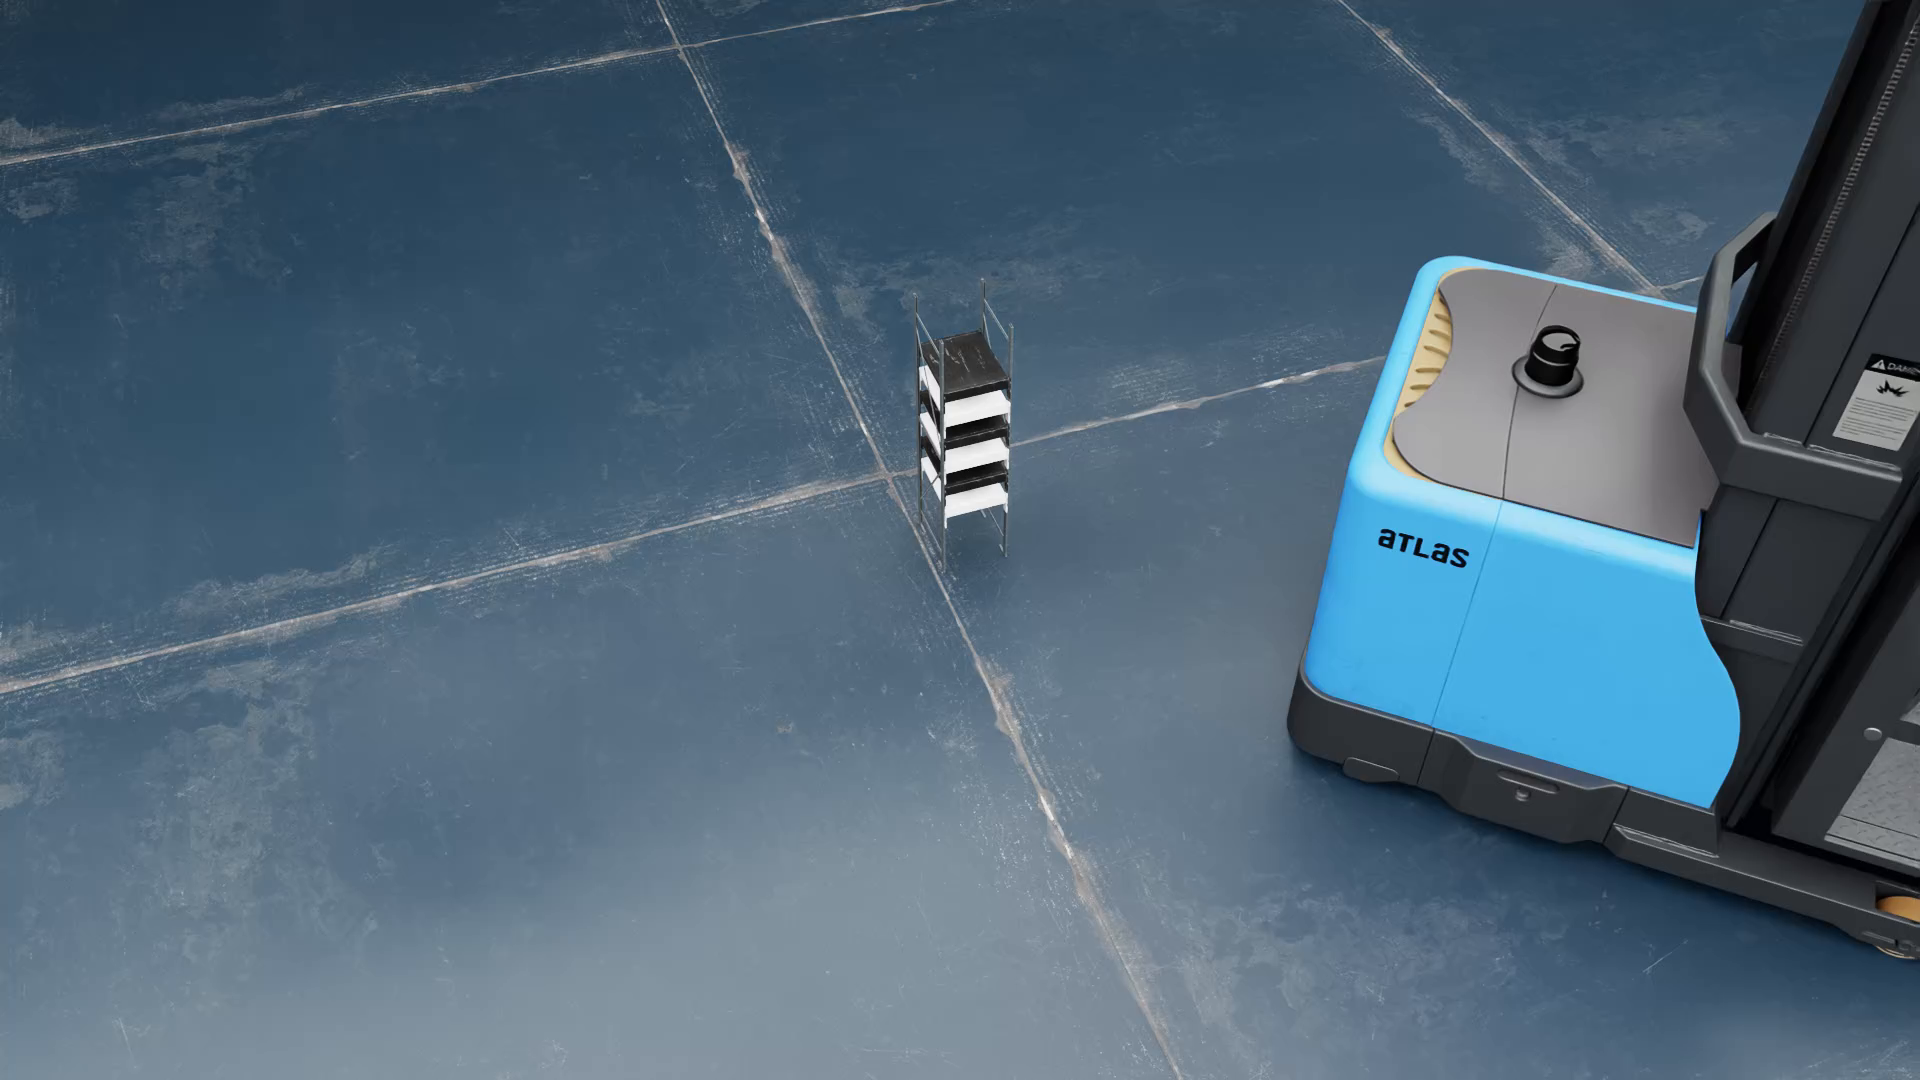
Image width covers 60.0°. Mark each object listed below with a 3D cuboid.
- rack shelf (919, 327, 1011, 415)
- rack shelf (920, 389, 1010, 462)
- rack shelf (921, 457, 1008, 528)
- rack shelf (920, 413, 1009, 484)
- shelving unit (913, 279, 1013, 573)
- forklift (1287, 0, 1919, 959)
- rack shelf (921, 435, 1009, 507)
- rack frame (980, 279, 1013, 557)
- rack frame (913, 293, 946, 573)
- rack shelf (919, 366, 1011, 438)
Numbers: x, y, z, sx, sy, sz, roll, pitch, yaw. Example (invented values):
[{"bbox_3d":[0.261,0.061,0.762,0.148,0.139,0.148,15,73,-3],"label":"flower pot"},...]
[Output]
[{"bbox_3d":[0.008,-0.487,4.766,0.200,0.077,0.258,-14,47,-14],"label":"rack shelf"},{"bbox_3d":[0.008,-0.360,4.893,0.200,0.077,0.258,-14,47,-14],"label":"rack shelf"},{"bbox_3d":[0.008,-0.169,5.084,0.200,0.077,0.258,-14,47,-14],"label":"rack shelf"},{"bbox_3d":[0.008,-0.296,4.957,0.200,0.077,0.258,-14,47,-14],"label":"rack shelf"},{"bbox_3d":[0.008,-0.320,4.933,0.210,0.900,0.258,-14,47,-14],"label":"shelving unit"},{"bbox_3d":[2.478,-0.359,3.539,3.031,2.935,1.130,16,47,15],"label":"forklift"},{"bbox_3d":[0.008,-0.233,5.021,0.200,0.077,0.258,-14,47,-14],"label":"rack shelf"},{"bbox_3d":[0.103,-0.344,4.958,0.006,0.900,0.240,-14,47,-14],"label":"rack frame"},{"bbox_3d":[-0.088,-0.295,4.909,0.006,0.900,0.240,-14,47,-14],"label":"rack frame"},{"bbox_3d":[0.008,-0.423,4.829,0.200,0.077,0.258,-14,47,-14],"label":"rack shelf"}]
